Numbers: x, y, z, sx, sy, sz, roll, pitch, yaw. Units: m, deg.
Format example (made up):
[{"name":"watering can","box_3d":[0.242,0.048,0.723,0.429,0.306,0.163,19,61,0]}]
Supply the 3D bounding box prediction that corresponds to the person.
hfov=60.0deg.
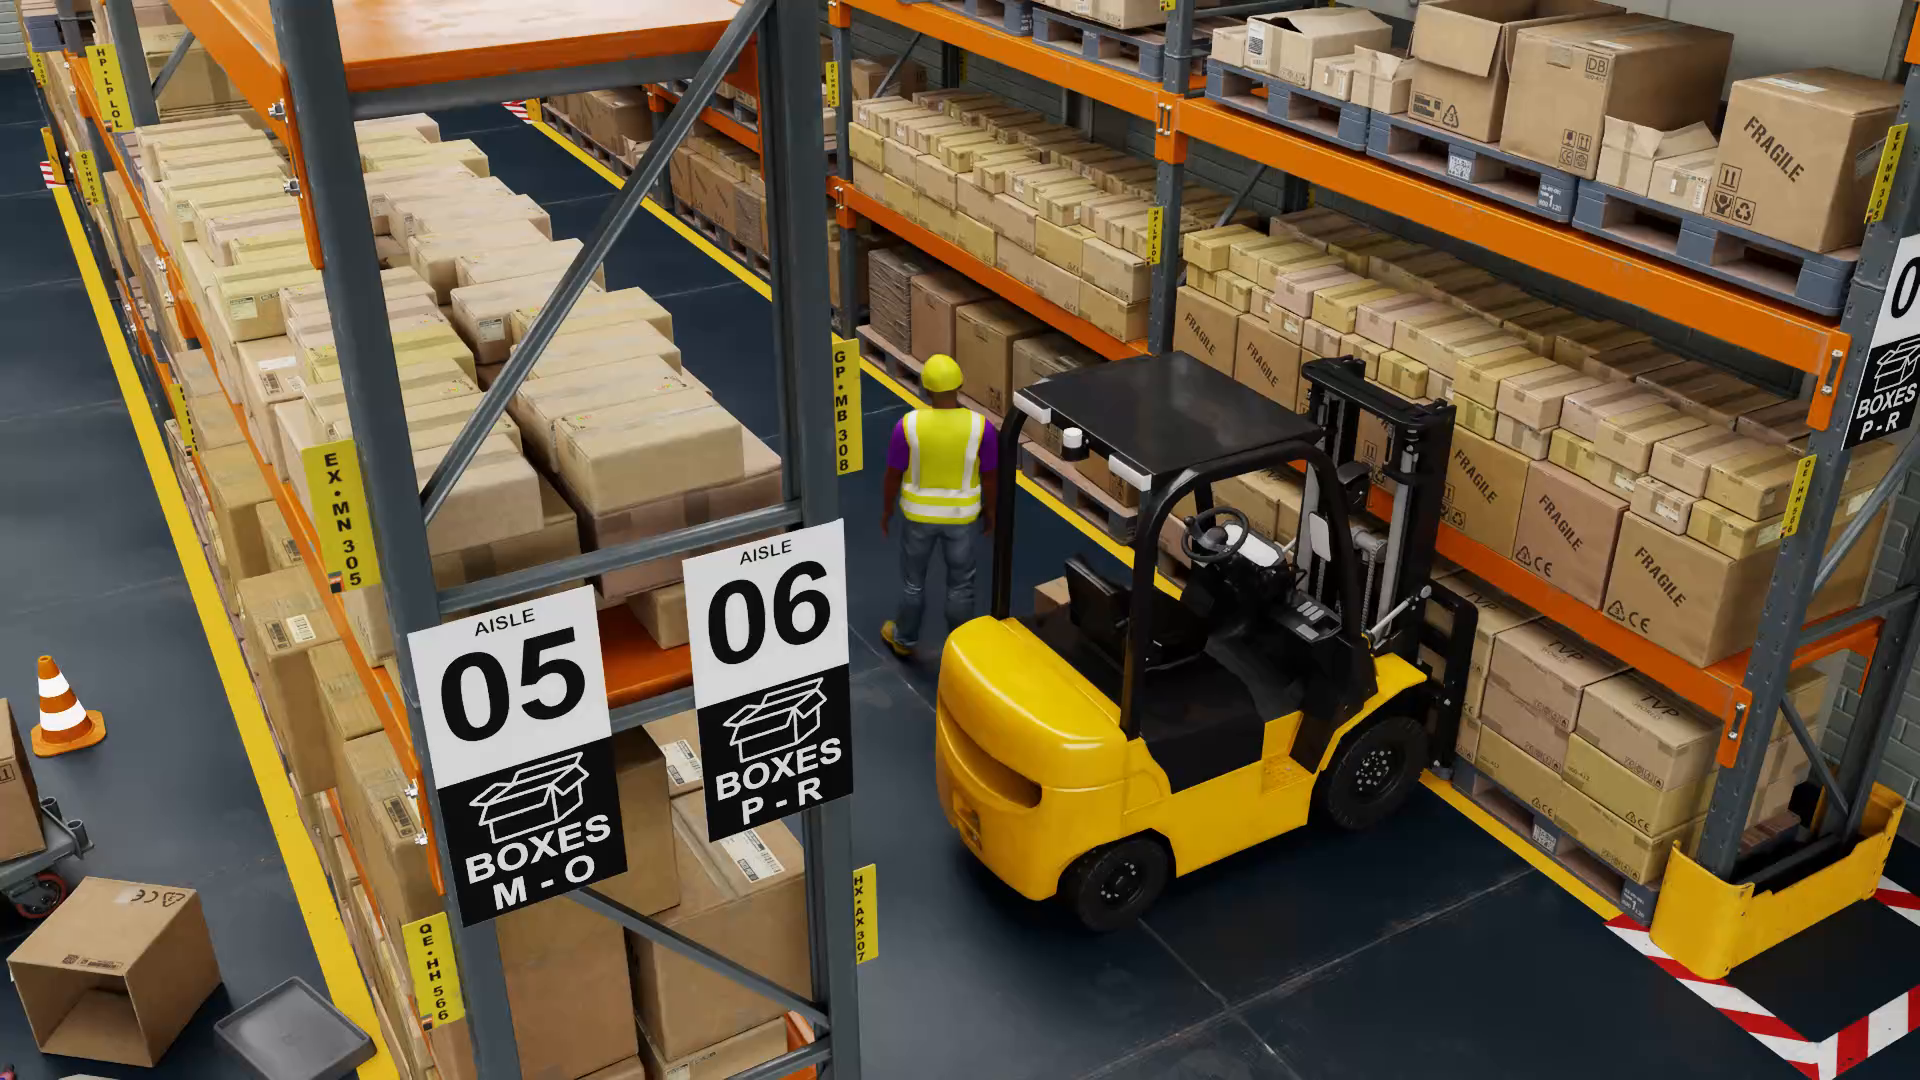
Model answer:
[{"name":"person","box_3d":[-0.114,-0.147,8.759,0.677,1.764,0.463,1,29,3]}]
